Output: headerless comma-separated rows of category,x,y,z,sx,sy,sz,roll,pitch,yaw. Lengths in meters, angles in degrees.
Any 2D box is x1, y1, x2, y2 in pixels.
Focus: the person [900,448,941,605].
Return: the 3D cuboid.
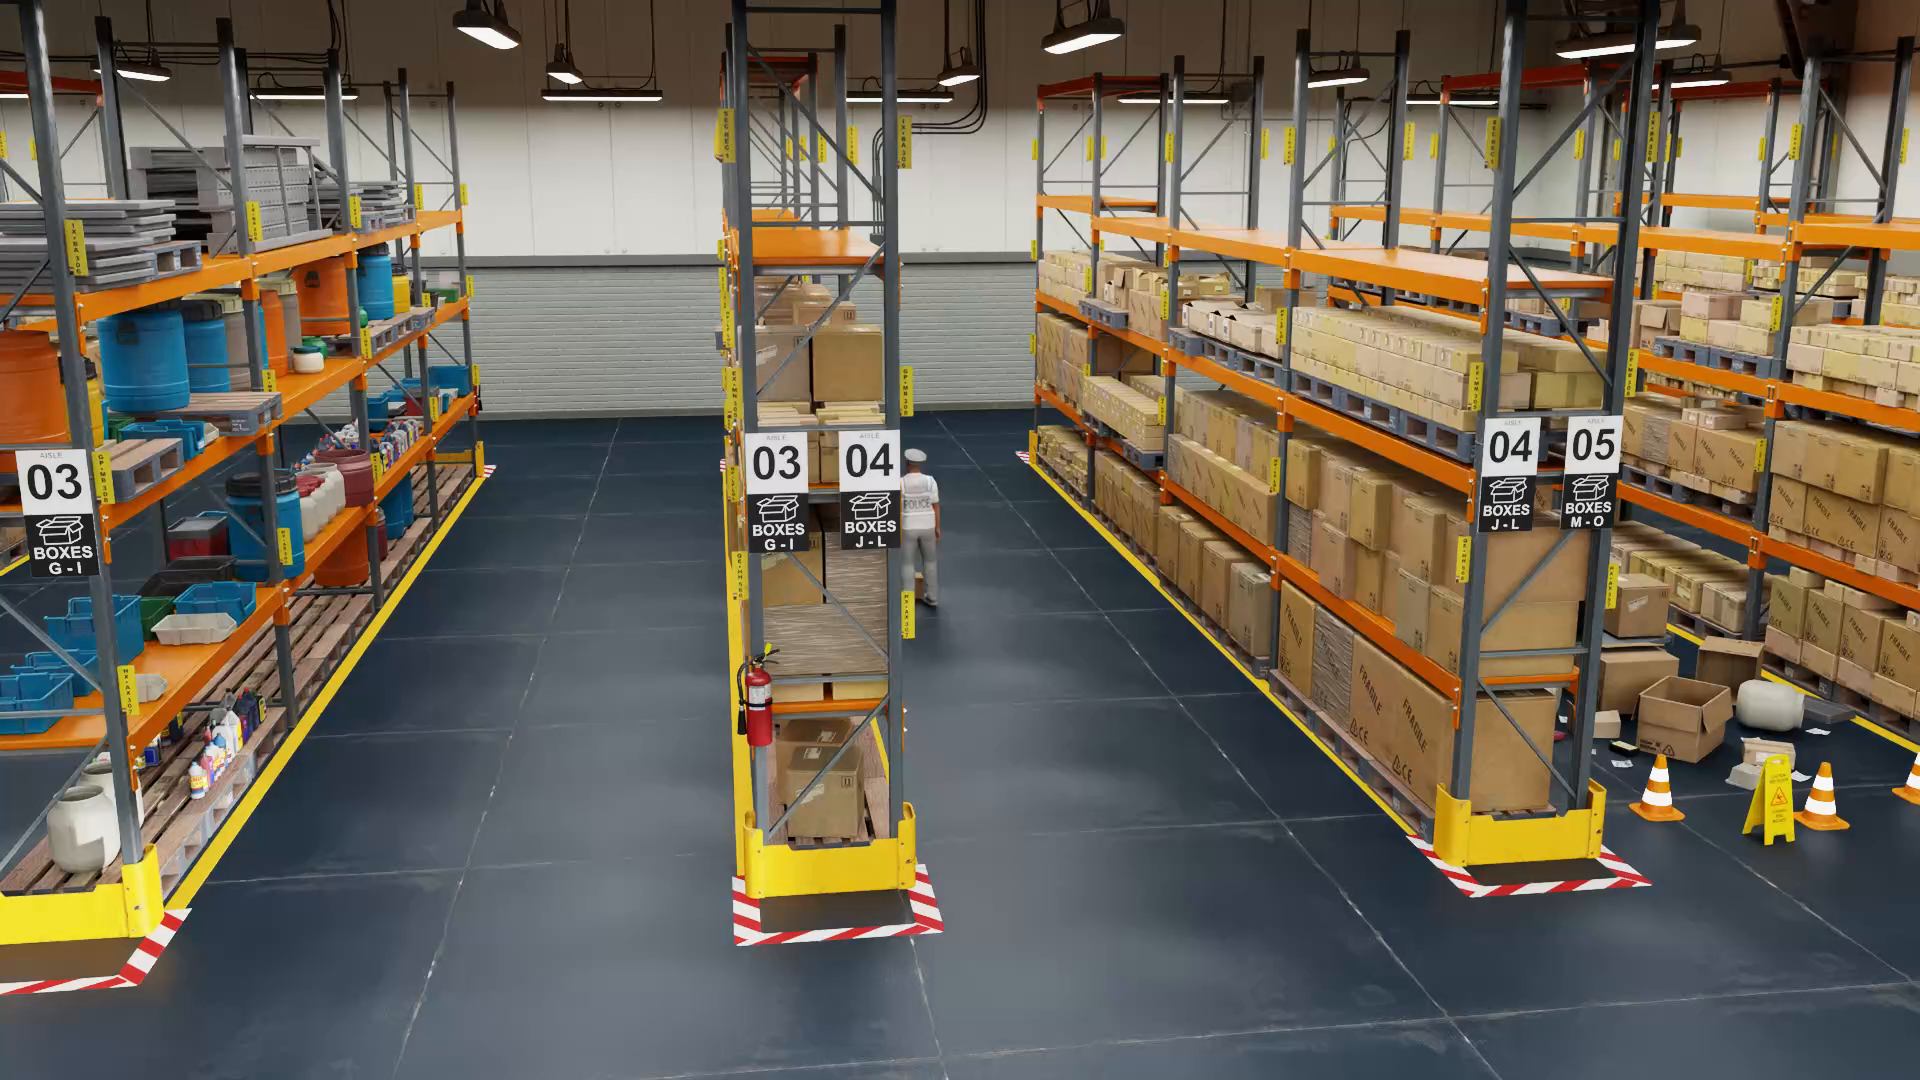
person,-0.500,-0.128,18.379,0.562,1.770,0.449,-3,13,-13
